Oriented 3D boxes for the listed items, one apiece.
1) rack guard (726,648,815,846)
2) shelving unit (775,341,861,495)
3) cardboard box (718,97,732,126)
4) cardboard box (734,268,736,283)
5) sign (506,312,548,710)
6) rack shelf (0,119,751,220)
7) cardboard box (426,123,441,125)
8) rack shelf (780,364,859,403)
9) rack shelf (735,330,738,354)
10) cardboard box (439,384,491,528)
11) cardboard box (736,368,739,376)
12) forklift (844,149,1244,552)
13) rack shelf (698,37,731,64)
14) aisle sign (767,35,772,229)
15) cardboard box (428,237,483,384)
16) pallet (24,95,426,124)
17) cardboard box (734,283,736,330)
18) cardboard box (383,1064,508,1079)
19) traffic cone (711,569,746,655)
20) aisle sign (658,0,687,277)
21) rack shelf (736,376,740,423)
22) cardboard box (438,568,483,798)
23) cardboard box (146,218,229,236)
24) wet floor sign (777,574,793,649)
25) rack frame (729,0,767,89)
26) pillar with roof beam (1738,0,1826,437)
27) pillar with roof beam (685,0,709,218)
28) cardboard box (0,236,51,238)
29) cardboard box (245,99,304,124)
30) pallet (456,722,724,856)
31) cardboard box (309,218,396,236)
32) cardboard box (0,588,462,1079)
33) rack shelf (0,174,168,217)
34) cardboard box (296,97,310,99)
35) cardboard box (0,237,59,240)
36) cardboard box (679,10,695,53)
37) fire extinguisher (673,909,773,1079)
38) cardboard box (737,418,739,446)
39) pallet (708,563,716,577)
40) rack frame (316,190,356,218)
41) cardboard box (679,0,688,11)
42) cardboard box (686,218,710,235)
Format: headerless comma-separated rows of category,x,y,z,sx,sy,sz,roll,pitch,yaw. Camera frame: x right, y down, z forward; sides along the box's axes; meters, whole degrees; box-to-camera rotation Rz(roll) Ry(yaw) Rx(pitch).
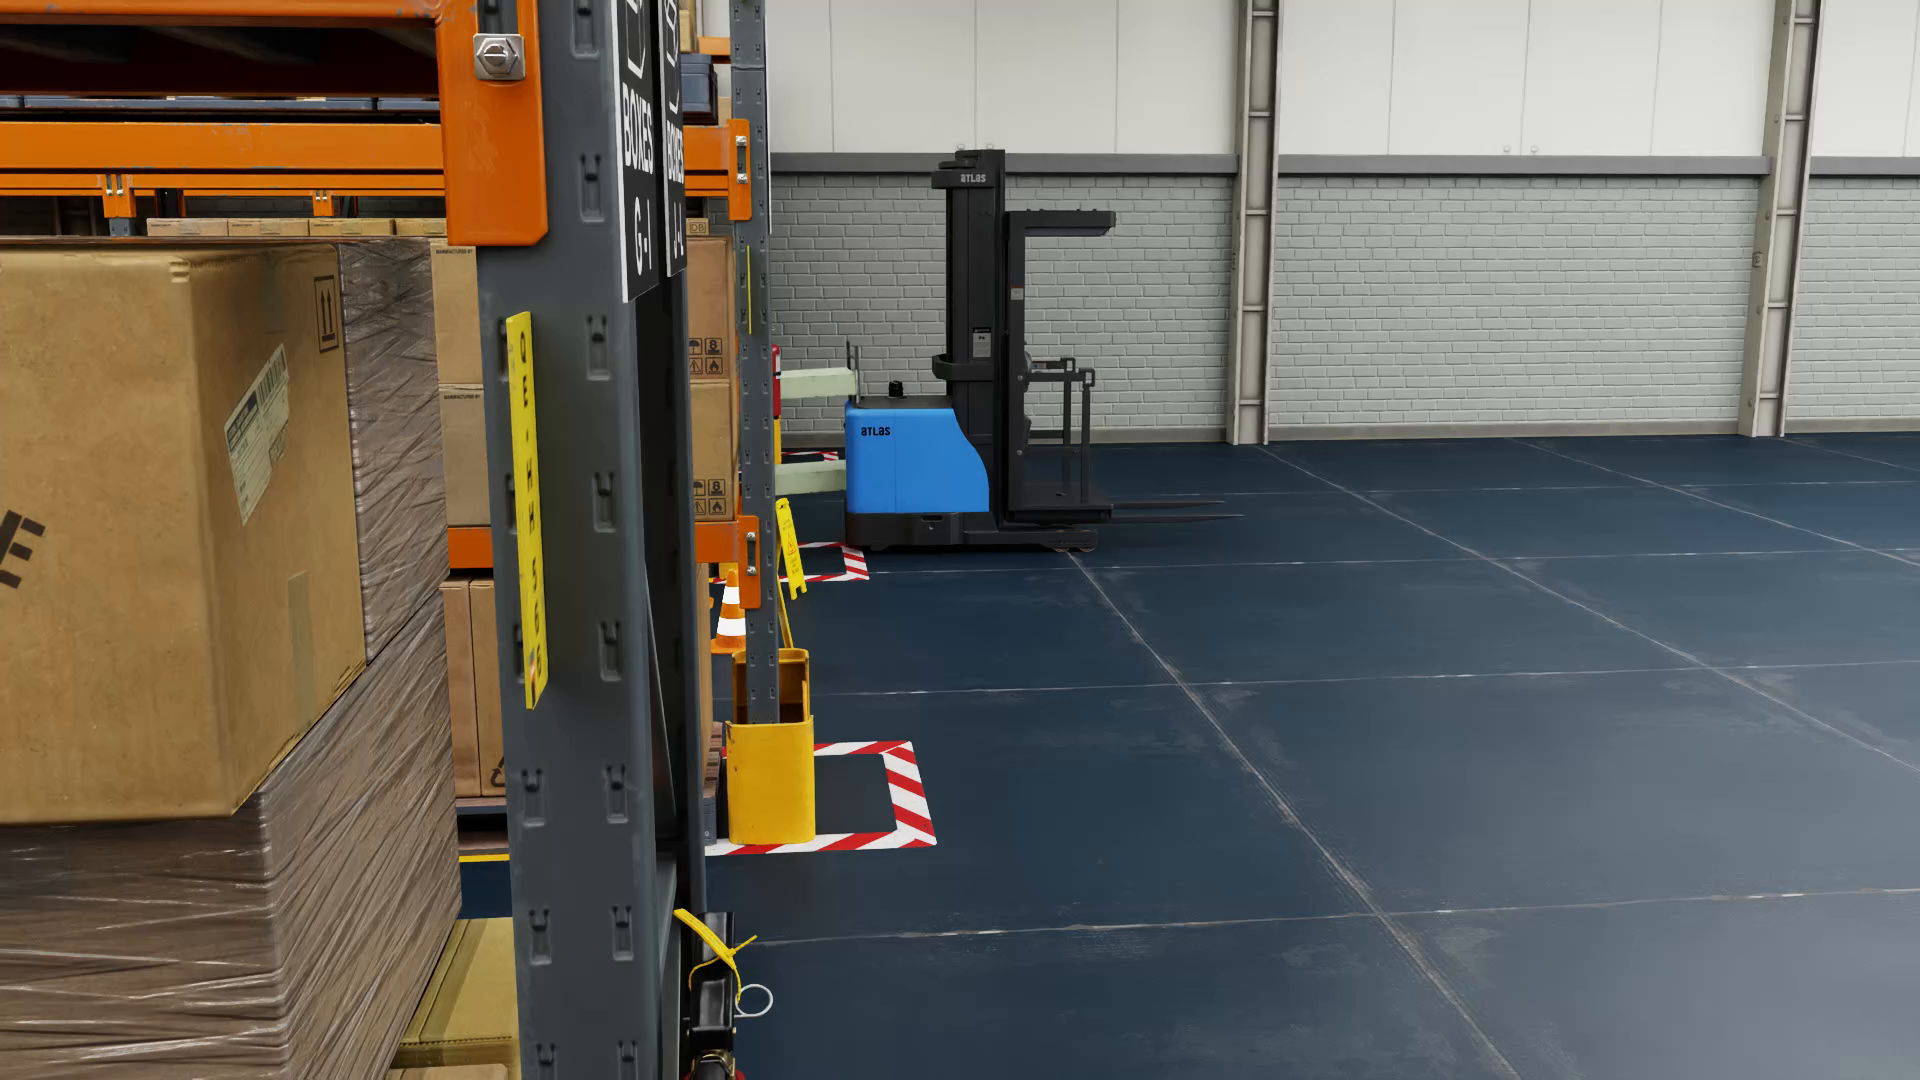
rack guard,-0.816,0.863,7.183,0.348,0.500,1.175,-1,11,-6
shelving unit,-1.143,-0.717,12.580,0.755,1.500,0.431,-5,13,-13
cardboard box,-2.428,-3.982,15.965,0.500,0.500,0.500,-1,11,-4
cardboard box,-2.380,-2.672,16.743,0.250,0.149,0.380,-1,11,-8
sign,-0.364,-0.026,1.404,0.005,0.325,0.100,-1,11,-6
rack shelf,-2.828,-1.440,6.507,4.000,0.370,1.077,-1,11,-6
cardboard box,-3.472,-2.759,10.969,0.500,0.250,0.500,-1,11,-6
rack shelf,-1.155,-1.097,12.492,0.720,0.370,0.431,-5,13,-13
rack shelf,-4.003,-1.867,16.456,4.000,0.370,1.077,-1,11,-6
cardboard box,-1.748,-0.405,6.762,0.550,0.550,0.875,-1,11,-6
cardboard box,-2.438,-1.540,16.374,0.500,0.250,0.500,-1,11,-4
forklift,0.627,-1.447,12.632,3.031,2.935,1.130,-1,11,-4
rack shelf,-4.003,-4.615,15.916,4.000,0.370,1.077,-1,11,-6
aisle sign,-0.802,-1.698,6.988,0.004,0.787,0.394,-1,11,-6
cardboard box,-1.750,-0.937,6.671,0.550,0.550,0.875,-1,11,-6
pallet,-2.792,-1.748,6.437,1.213,0.211,1.003,-1,11,-6
cardboard box,-2.537,-2.354,16.807,0.500,0.500,0.500,-1,11,-4
cardboard box,-0.665,0.759,1.883,0.250,0.149,0.380,-1,11,-6
traffic cone,-1.305,0.397,9.651,0.334,0.463,0.336,-1,11,-6
aisle sign,-0.375,-0.744,2.138,0.004,0.787,0.394,-1,11,-6
rack shelf,-3.463,-0.916,11.614,4.000,0.370,1.077,-1,11,-6
cardboard box,-2.381,0.519,6.872,0.875,0.875,0.875,-1,11,-7
cardboard box,-4.990,-1.880,11.033,0.500,0.500,0.700,-1,11,-7
wet floor sign,-1.025,0.412,9.101,0.232,0.644,0.267,-3,12,-16
rack frame,-0.840,-3.307,6.360,0.127,3.000,1.000,-1,11,-6
pillar with roof beam,9.591,-4.789,13.897,0.400,9.000,9.100,-1,11,-6
pillar with roof beam,-2.339,-4.539,12.626,0.400,9.000,9.100,-1,11,-6
cardboard box,-3.911,-0.918,6.574,0.550,0.550,0.875,-1,11,-6
cardboard box,-4.473,-2.740,10.873,0.500,0.250,0.500,-1,11,-7
pallet,-1.626,1.037,7.047,1.213,0.211,1.003,-1,11,-6
cardboard box,-3.978,-1.892,11.093,0.500,0.500,0.700,-1,11,-7
cardboard box,-0.954,0.401,2.020,0.500,0.500,0.875,-1,11,-6
rack shelf,-7.440,-2.304,10.901,4.000,0.370,1.077,-1,11,-6
cardboard box,-4.320,-2.926,10.783,0.250,0.149,0.380,-1,11,-7
cardboard box,-1.478,-0.127,2.117,0.500,0.500,0.500,-1,11,-6
cardboard box,-1.134,-1.895,6.258,0.250,0.149,0.380,-1,11,-6
fire extinguisher,-0.241,0.714,1.660,0.183,0.674,0.296,-1,11,-6
cardboard box,-2.447,-1.049,16.465,0.500,0.250,0.500,-1,11,-6
pallet,-2.362,0.070,11.966,1.213,0.211,1.003,-1,11,-6
rack frame,-5.991,-2.179,16.175,0.127,3.000,1.000,-1,11,-6
cardboard box,-1.296,-2.099,6.261,0.500,0.250,0.500,-1,11,-5
cardboard box,-1.959,-1.943,11.355,0.500,0.500,0.700,-1,11,-7
